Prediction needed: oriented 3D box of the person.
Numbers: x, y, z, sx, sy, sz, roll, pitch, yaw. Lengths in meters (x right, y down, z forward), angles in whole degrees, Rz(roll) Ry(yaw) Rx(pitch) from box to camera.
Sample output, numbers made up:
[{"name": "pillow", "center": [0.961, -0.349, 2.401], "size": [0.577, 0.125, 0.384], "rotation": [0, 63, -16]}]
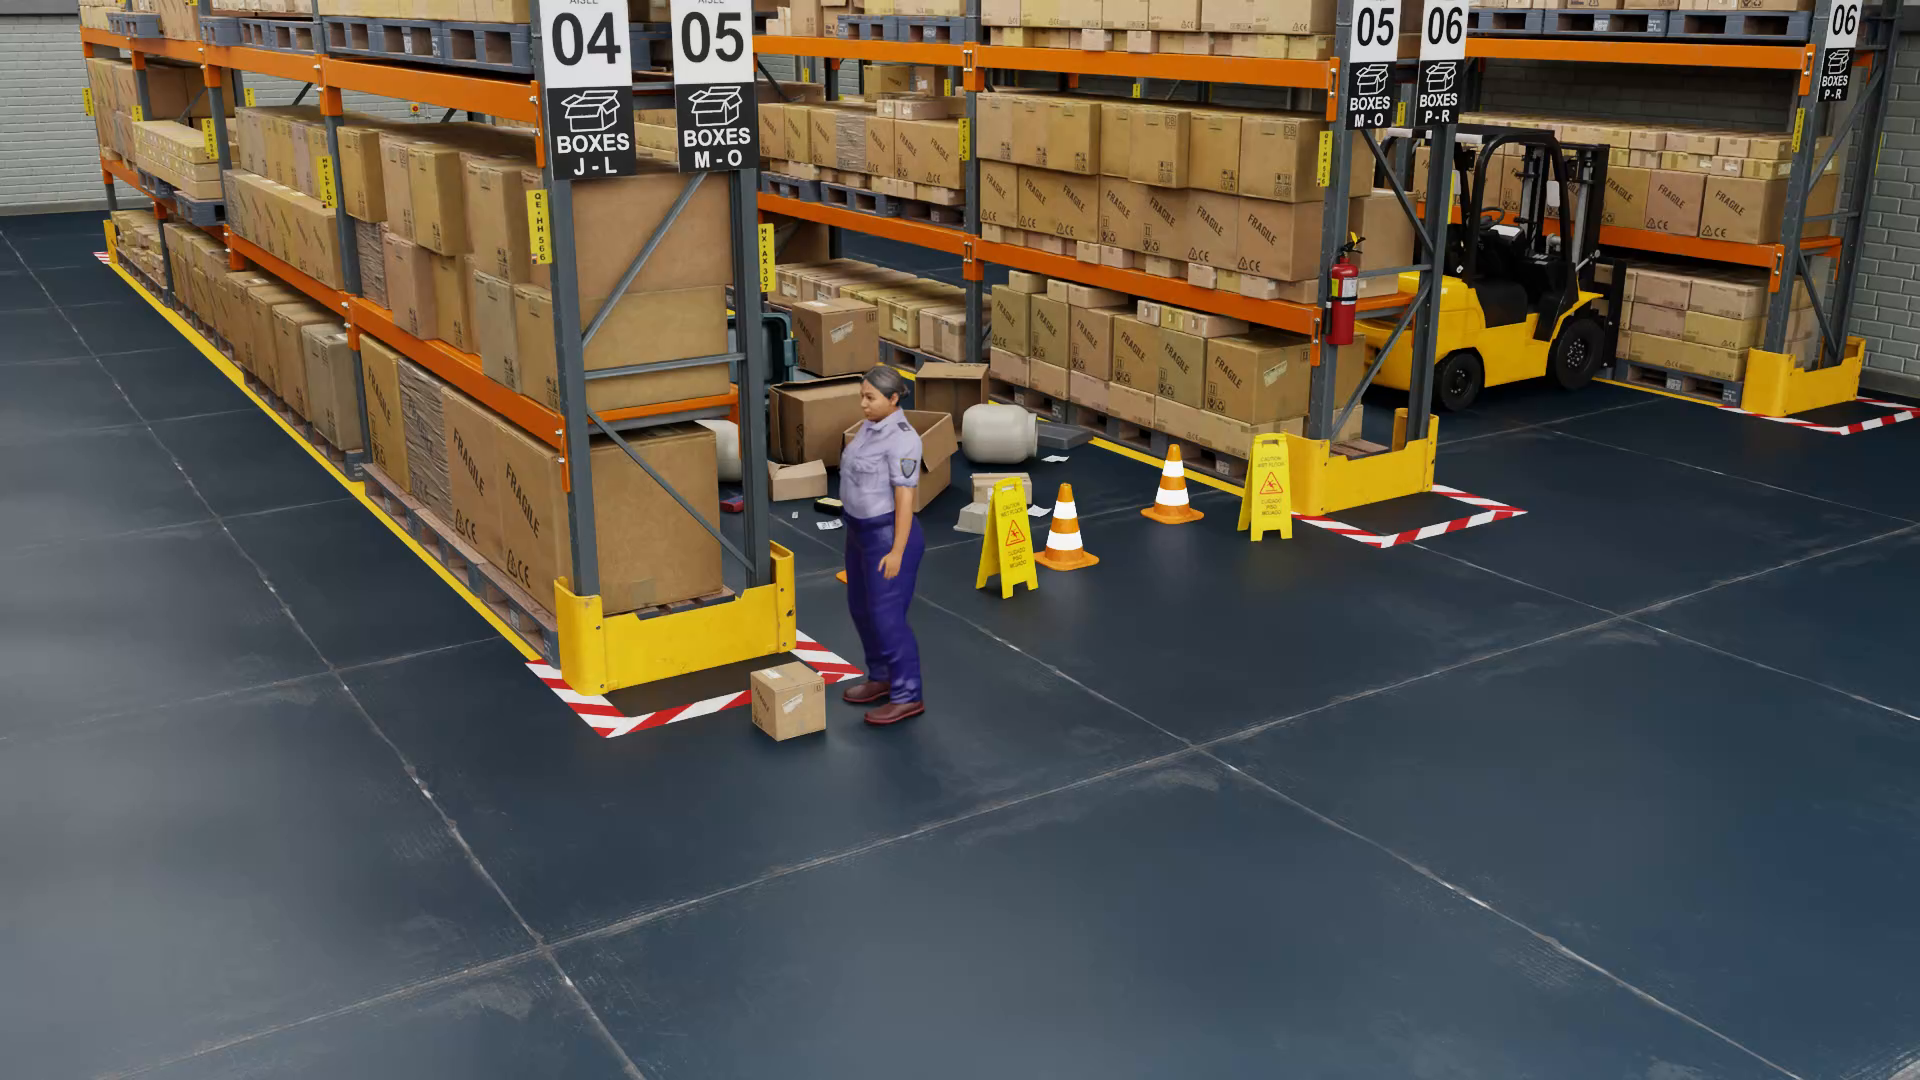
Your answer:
[{"name": "person", "center": [-0.352, 0.012, 7.555], "size": [0.342, 1.645, 0.469], "rotation": [-9, 20, -25]}]
